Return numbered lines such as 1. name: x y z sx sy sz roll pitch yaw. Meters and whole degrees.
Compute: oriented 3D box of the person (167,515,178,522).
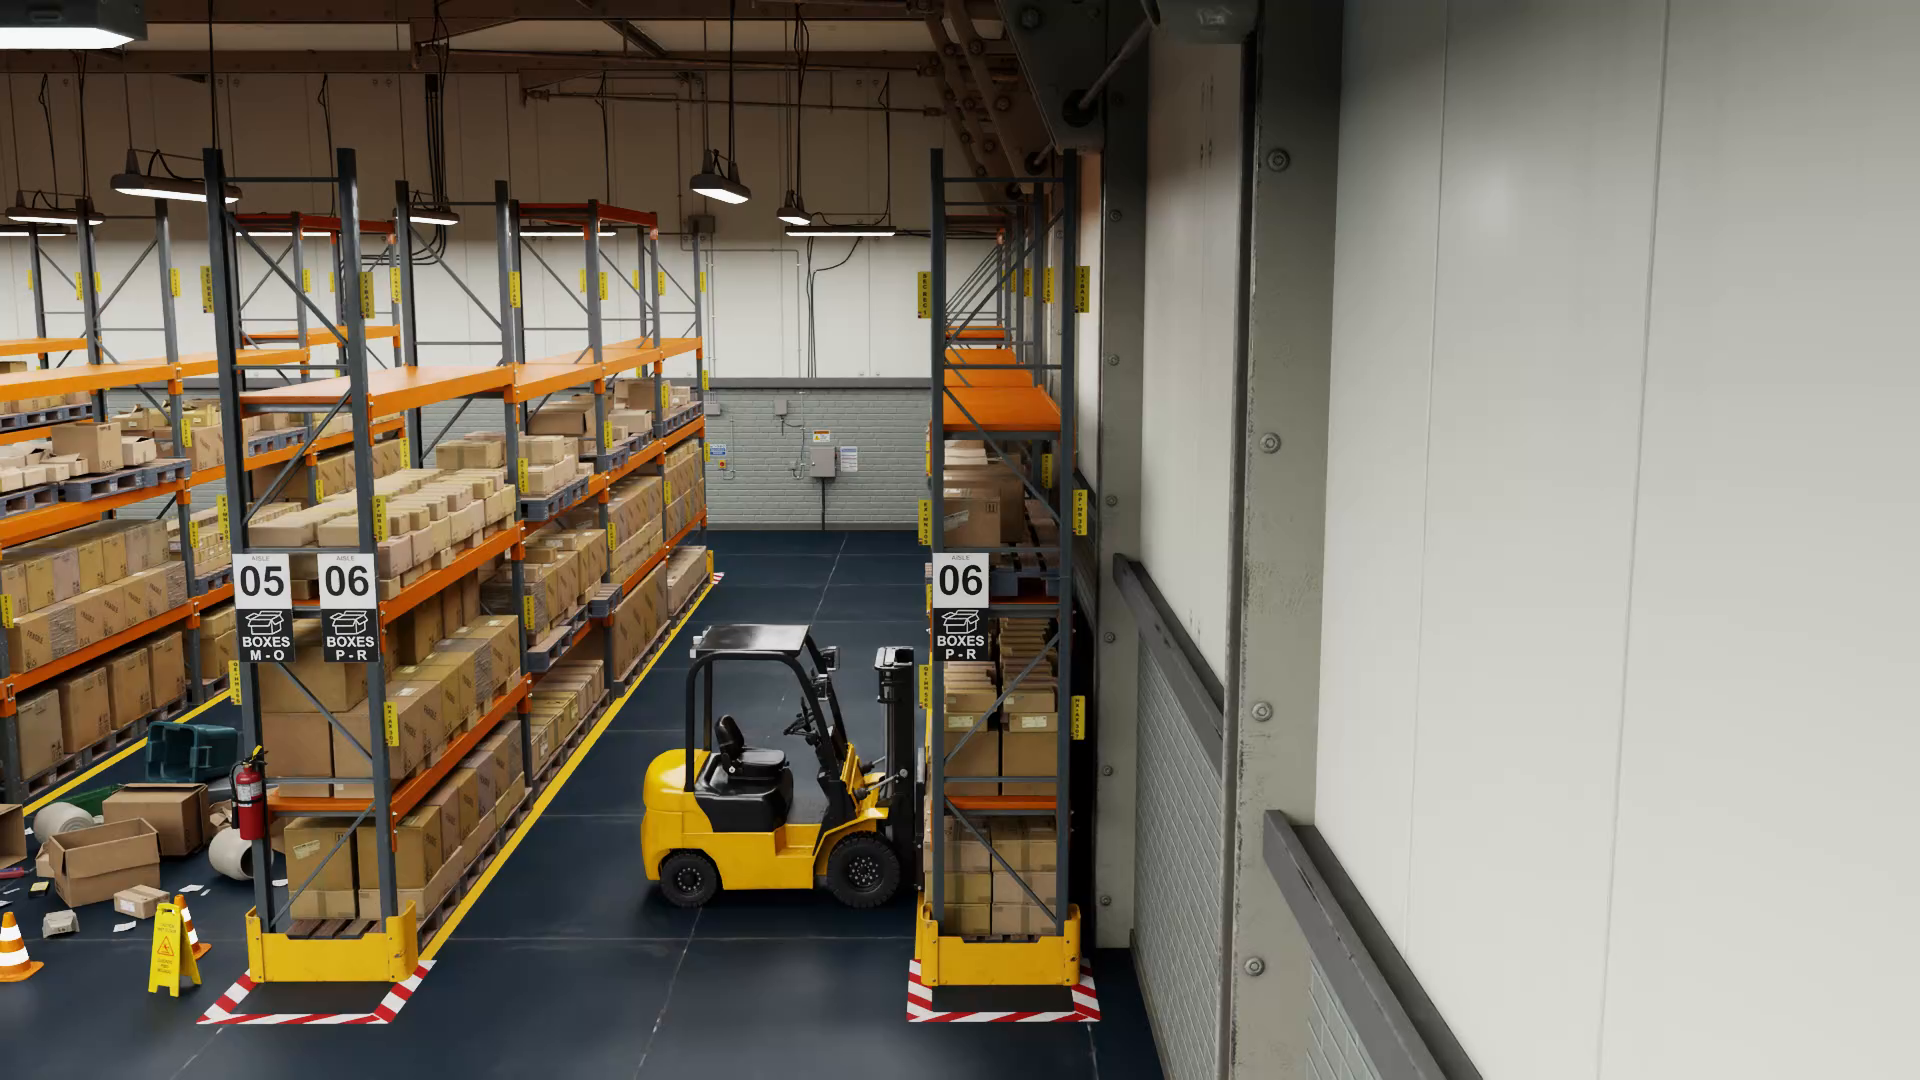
1. person: -11.482 0.447 24.434 0.373 1.660 0.767 0 9 2
